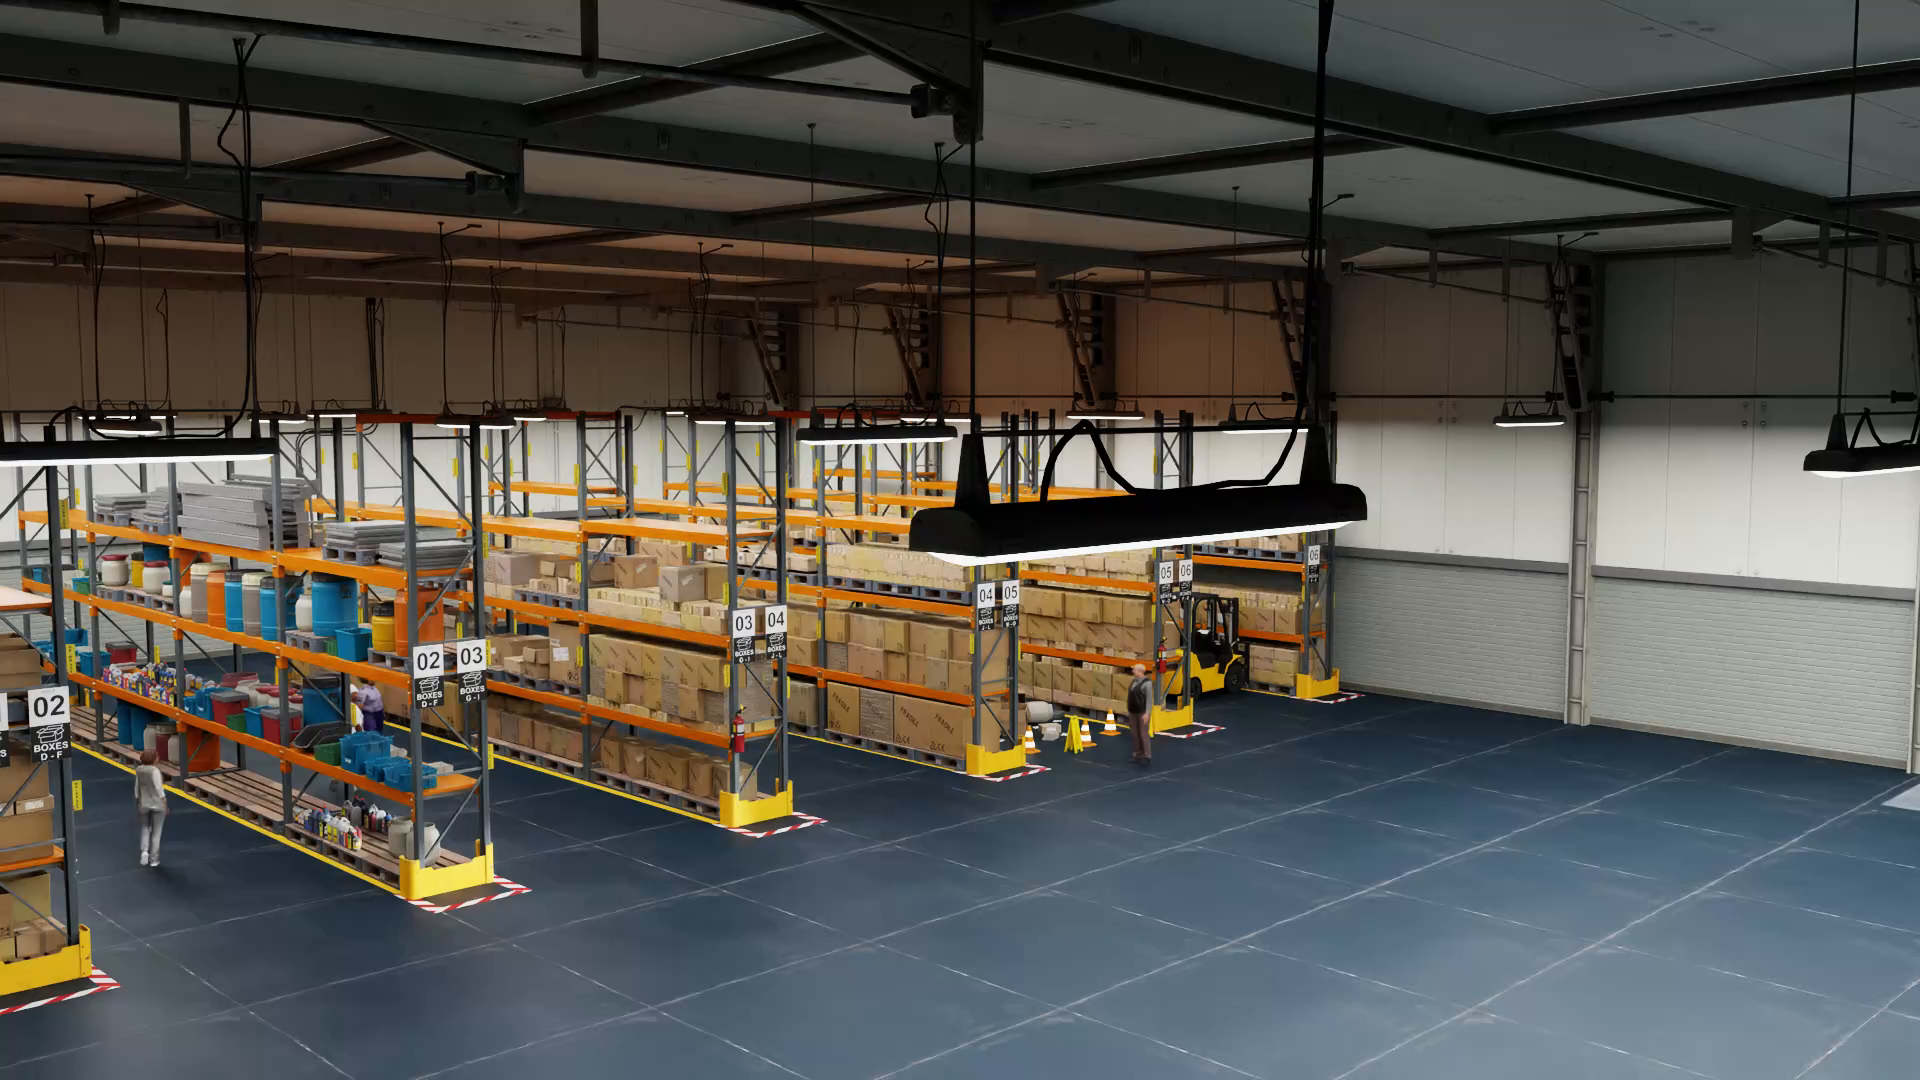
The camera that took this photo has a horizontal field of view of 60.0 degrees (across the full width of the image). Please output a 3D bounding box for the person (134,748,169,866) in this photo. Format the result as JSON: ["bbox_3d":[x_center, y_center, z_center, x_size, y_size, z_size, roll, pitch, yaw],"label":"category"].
[{"bbox_3d":[-10.862,3.579,22.347,0.436,1.595,0.390,-1,5,-10],"label":"person"}]

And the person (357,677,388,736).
[{"bbox_3d":[-10.138,3.060,28.567,0.952,1.573,0.555,4,6,40],"label":"person"}]

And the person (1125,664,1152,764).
[{"bbox_3d":[3.082,2.996,28.608,0.387,1.750,0.577,-4,6,-39],"label":"person"}]

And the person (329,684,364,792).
[{"bbox_3d":[-9.696,3.155,26.347,0.579,1.763,0.525,1,5,11],"label":"person"}]
